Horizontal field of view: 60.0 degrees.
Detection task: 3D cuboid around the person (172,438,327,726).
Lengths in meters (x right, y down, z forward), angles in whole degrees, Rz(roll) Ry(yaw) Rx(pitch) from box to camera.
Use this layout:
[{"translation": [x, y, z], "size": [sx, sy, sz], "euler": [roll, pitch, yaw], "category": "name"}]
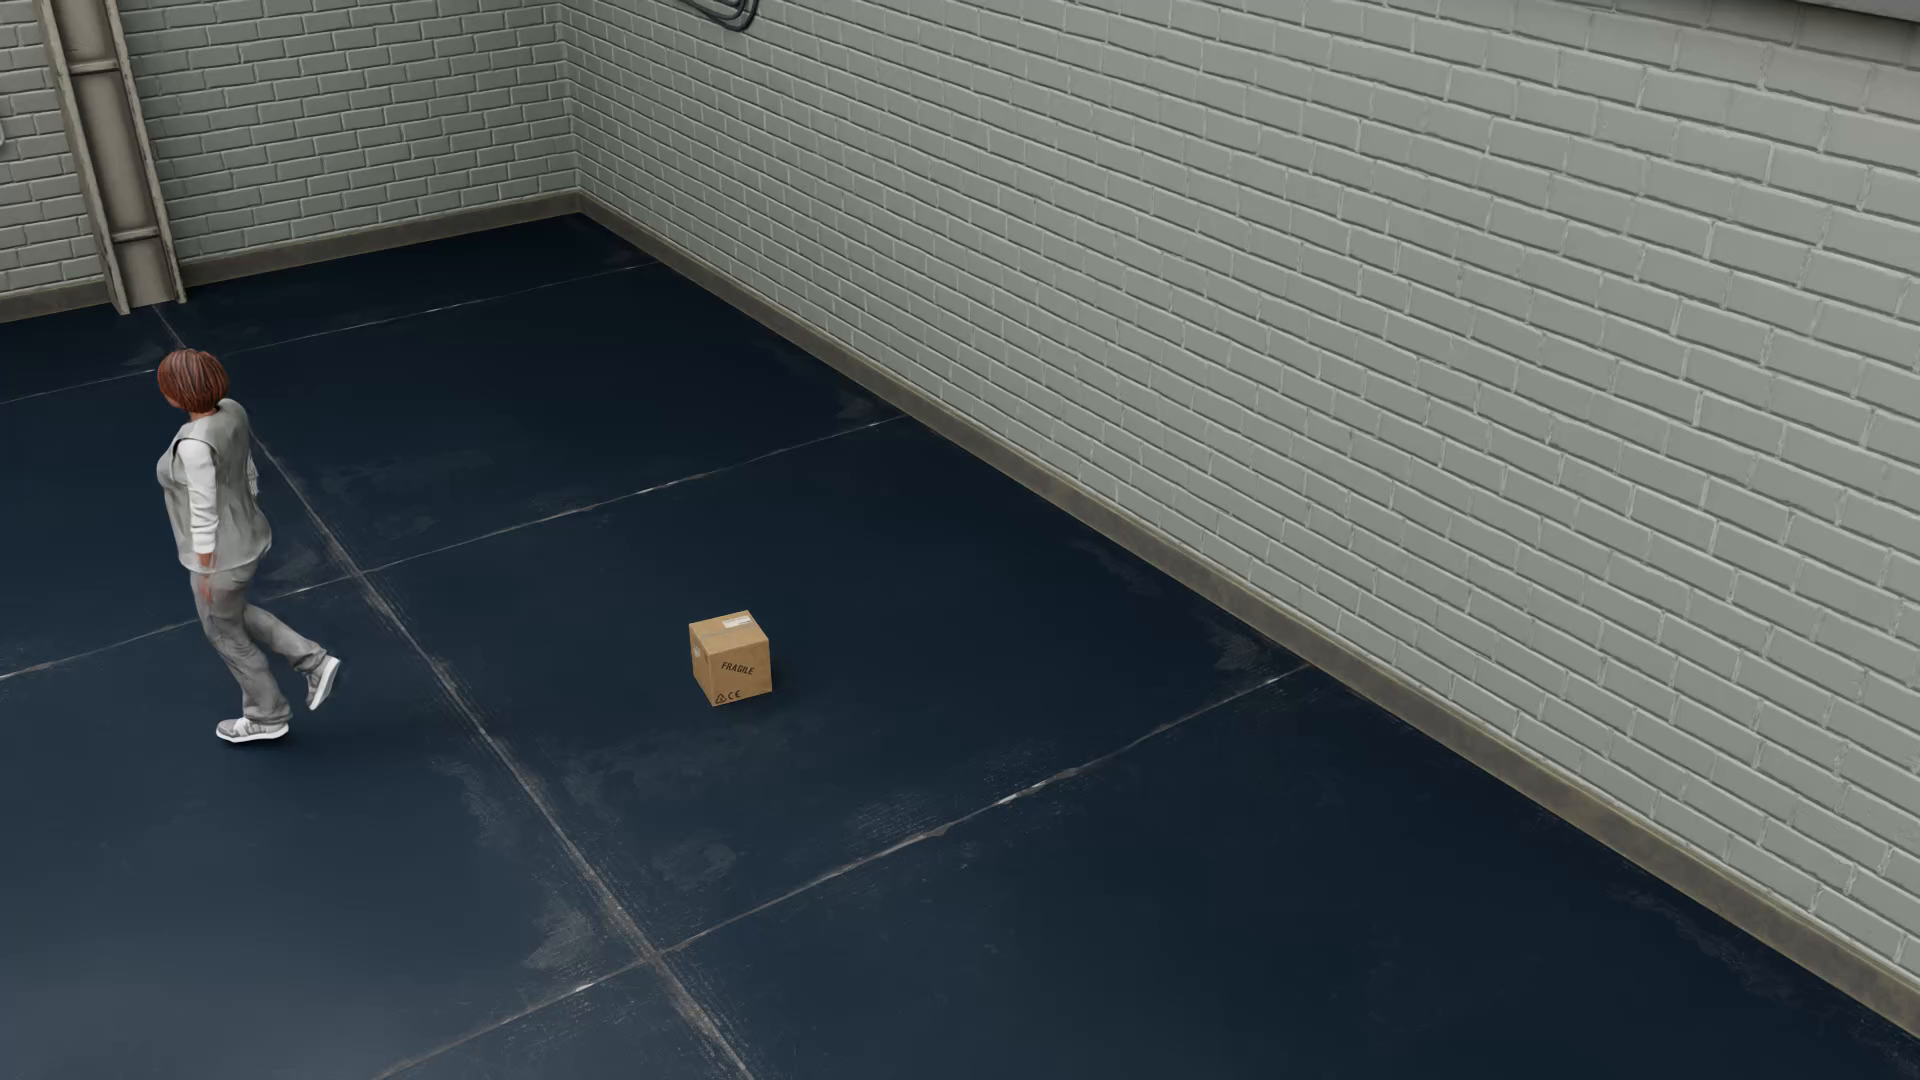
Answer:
[{"translation": [-2.623, 0.158, 6.074], "size": [0.429, 1.192, 0.406], "euler": [-1, 29, -1], "category": "person"}]
